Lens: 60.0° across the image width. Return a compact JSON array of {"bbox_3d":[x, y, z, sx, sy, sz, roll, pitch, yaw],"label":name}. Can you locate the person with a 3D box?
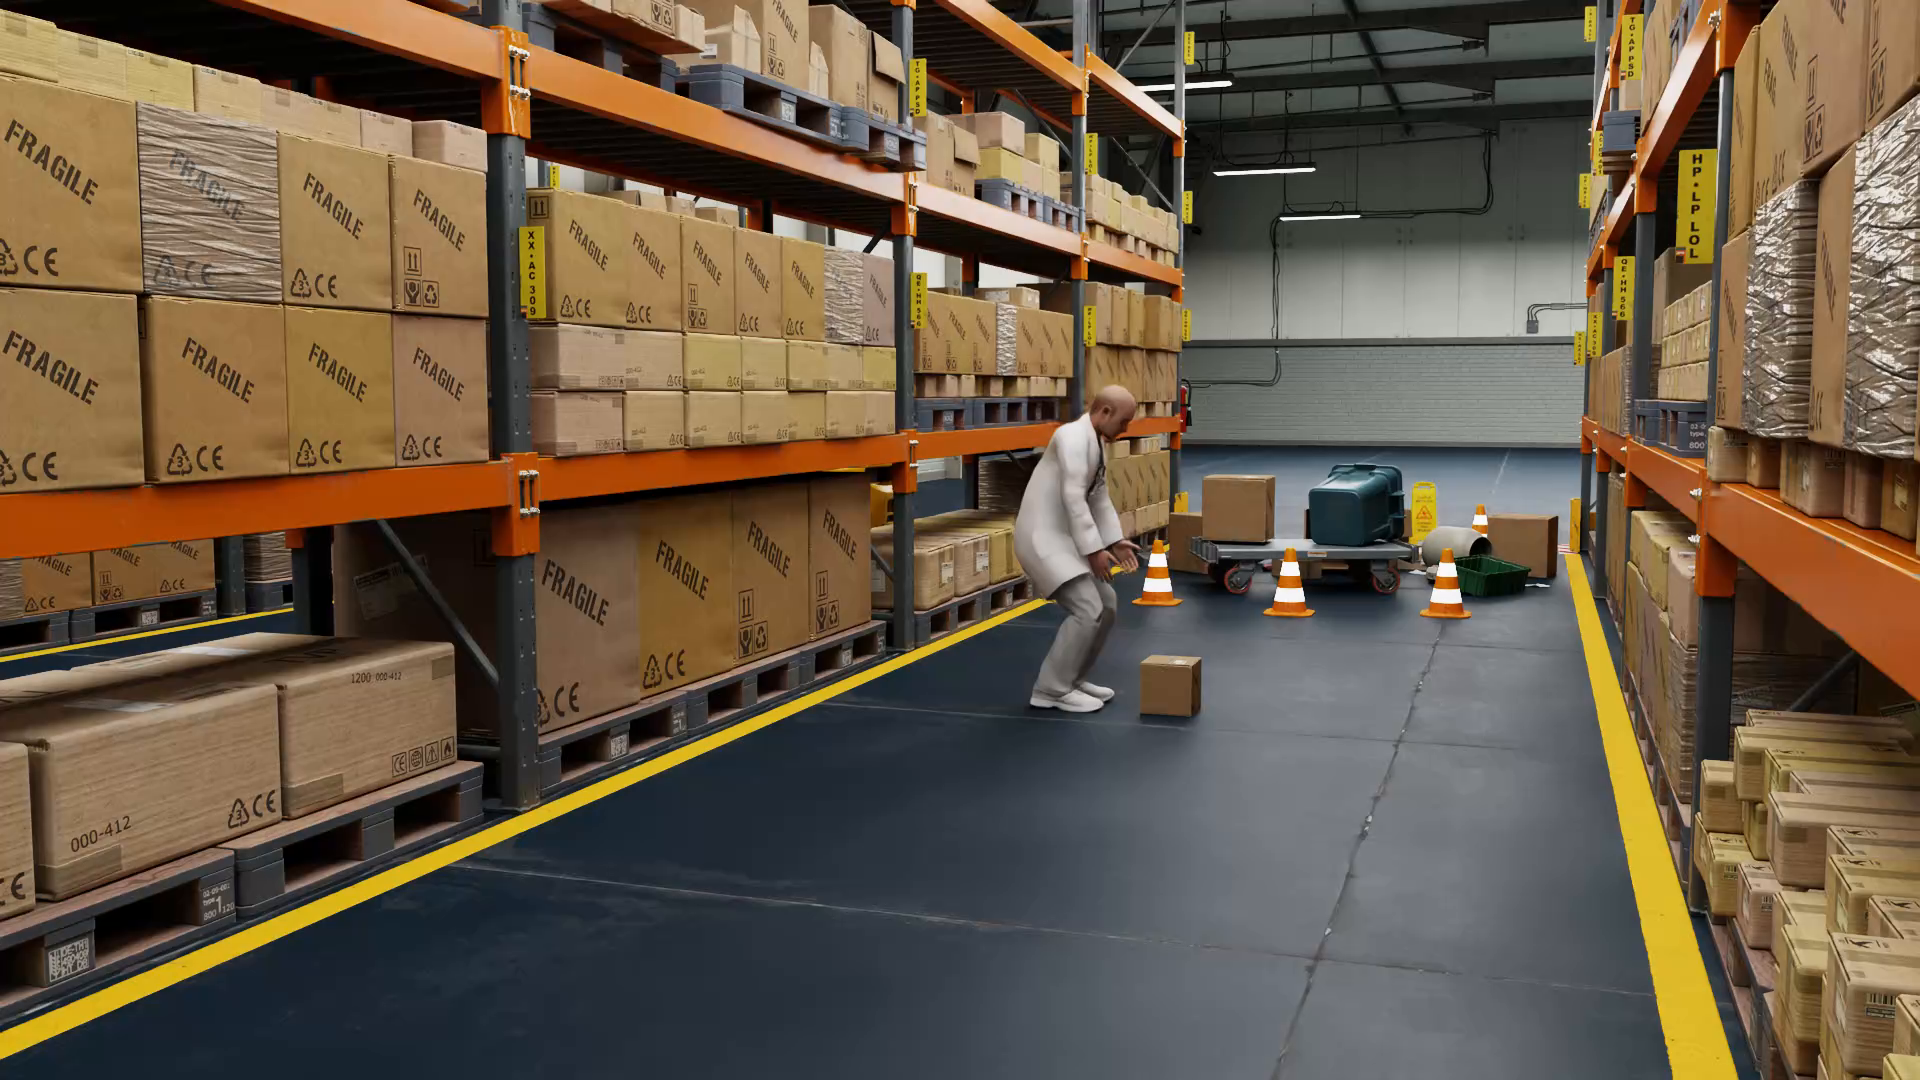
[{"bbox_3d":[0.573,0.034,8.227,0.588,1.577,0.622,2,5,19],"label":"person"}]
